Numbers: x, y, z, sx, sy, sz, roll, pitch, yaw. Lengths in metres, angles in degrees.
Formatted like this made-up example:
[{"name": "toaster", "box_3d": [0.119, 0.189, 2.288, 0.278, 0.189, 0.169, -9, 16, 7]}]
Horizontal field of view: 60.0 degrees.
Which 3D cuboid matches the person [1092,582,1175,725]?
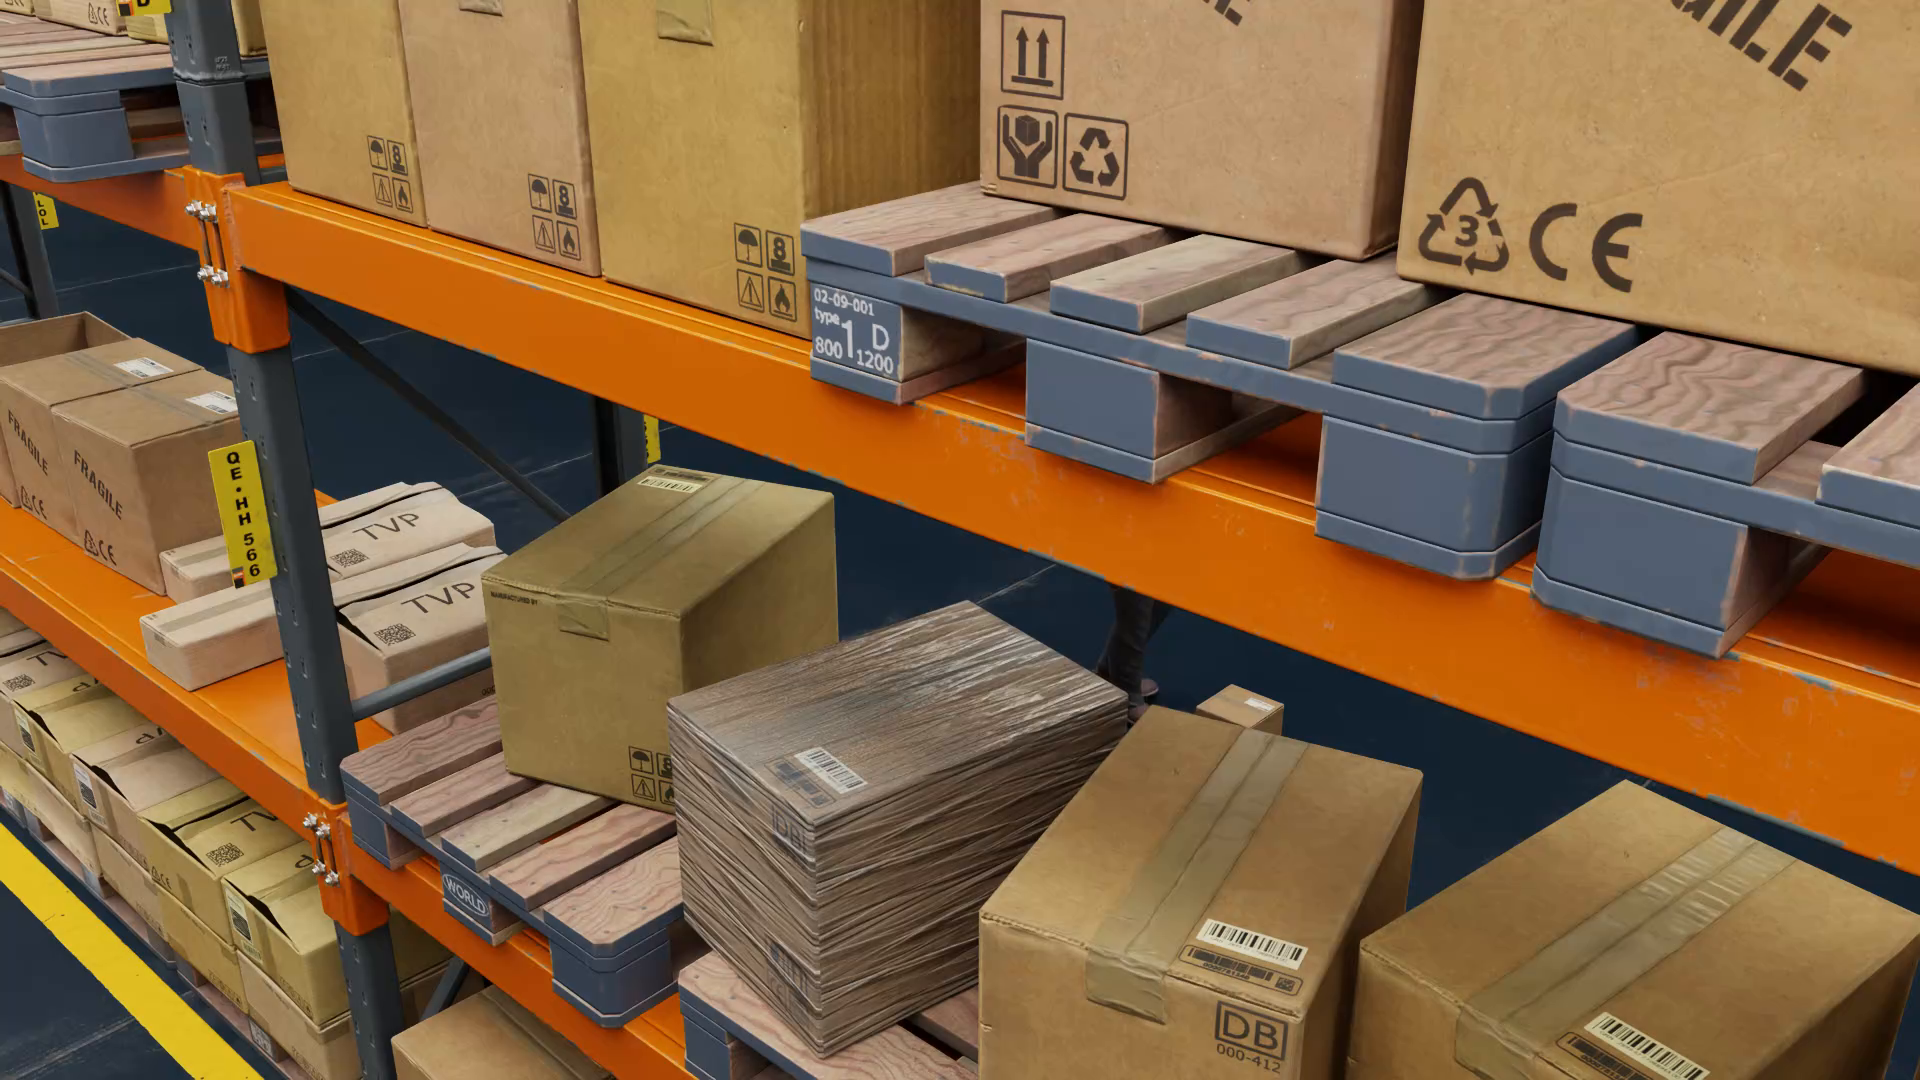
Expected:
[{"name": "person", "box_3d": [0.717, -0.032, 6.656, 0.455, 1.660, 0.476, 14, 28, 29]}]
